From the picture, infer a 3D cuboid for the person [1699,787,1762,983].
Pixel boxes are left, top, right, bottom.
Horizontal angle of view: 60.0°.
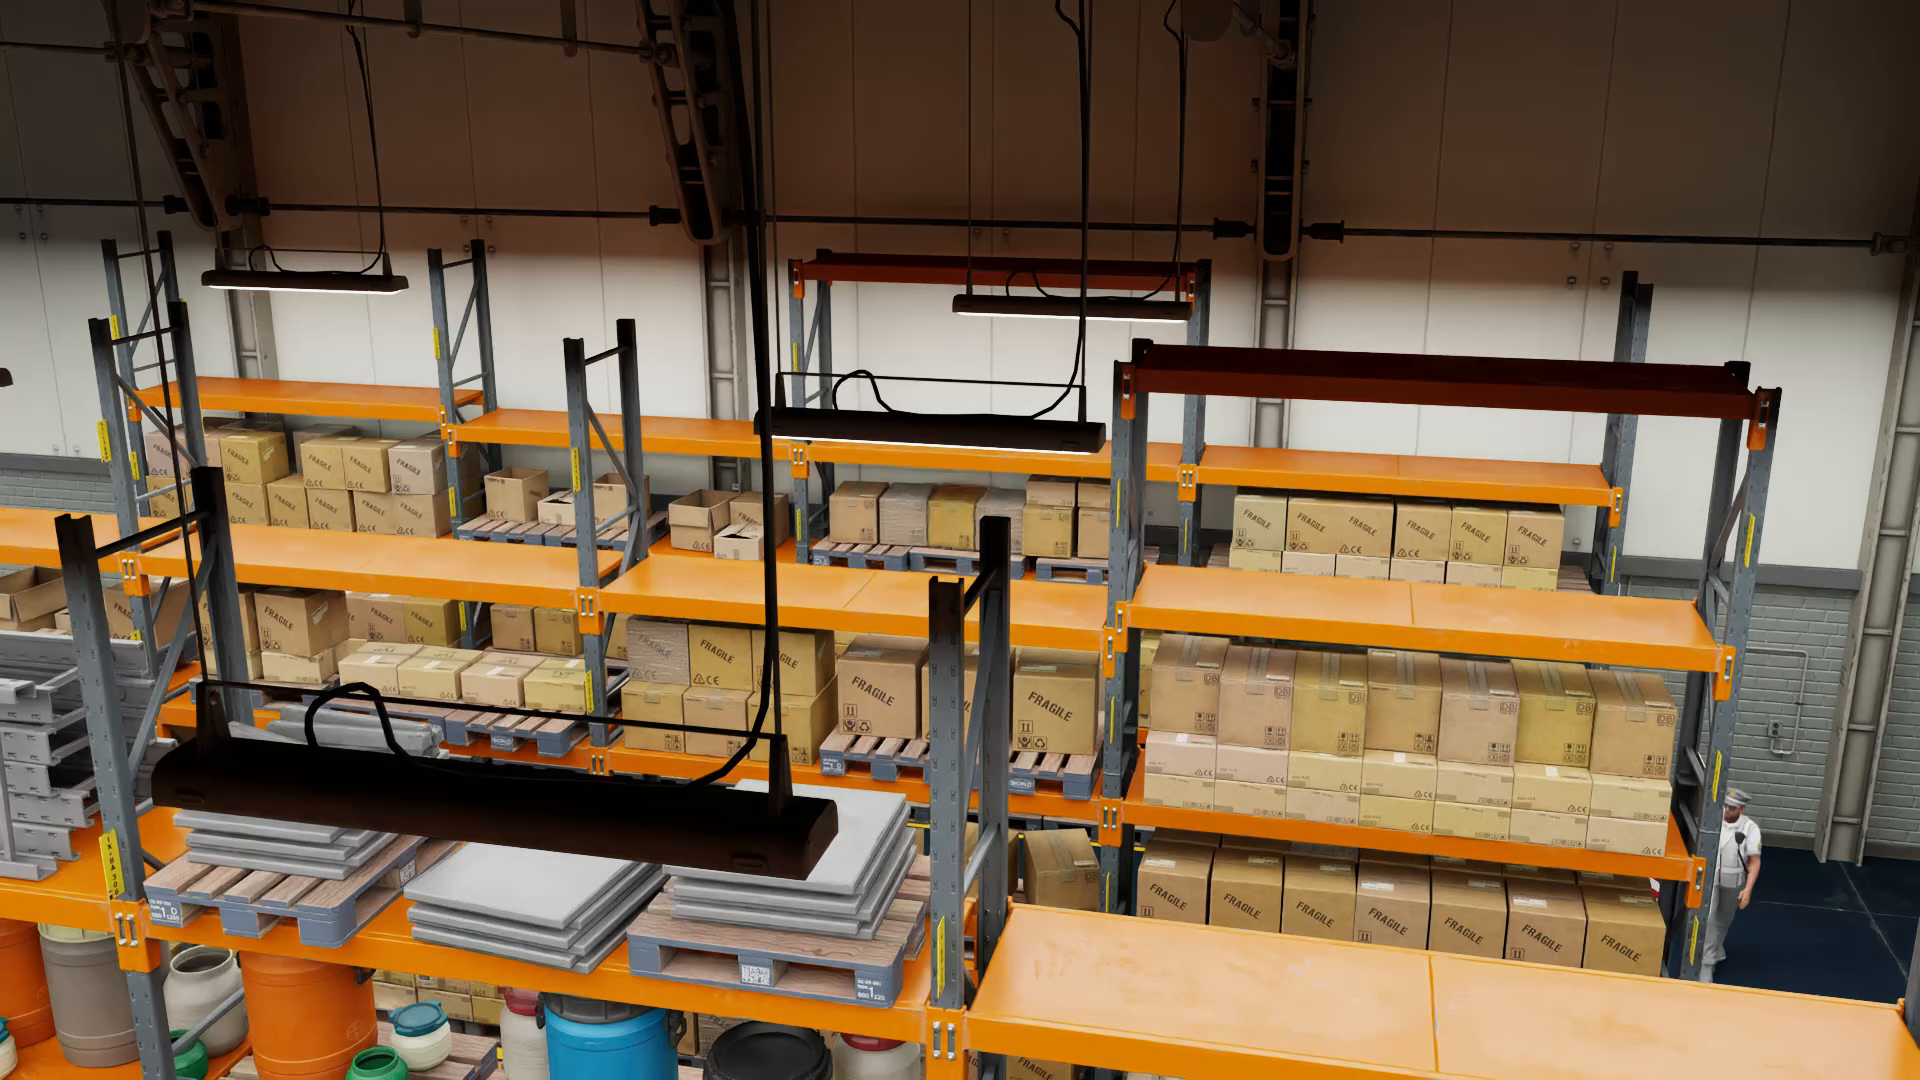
[{"bbox_3d":[6.826,3.039,14.872,0.554,1.769,0.783,9,18,27],"label":"person"}]
